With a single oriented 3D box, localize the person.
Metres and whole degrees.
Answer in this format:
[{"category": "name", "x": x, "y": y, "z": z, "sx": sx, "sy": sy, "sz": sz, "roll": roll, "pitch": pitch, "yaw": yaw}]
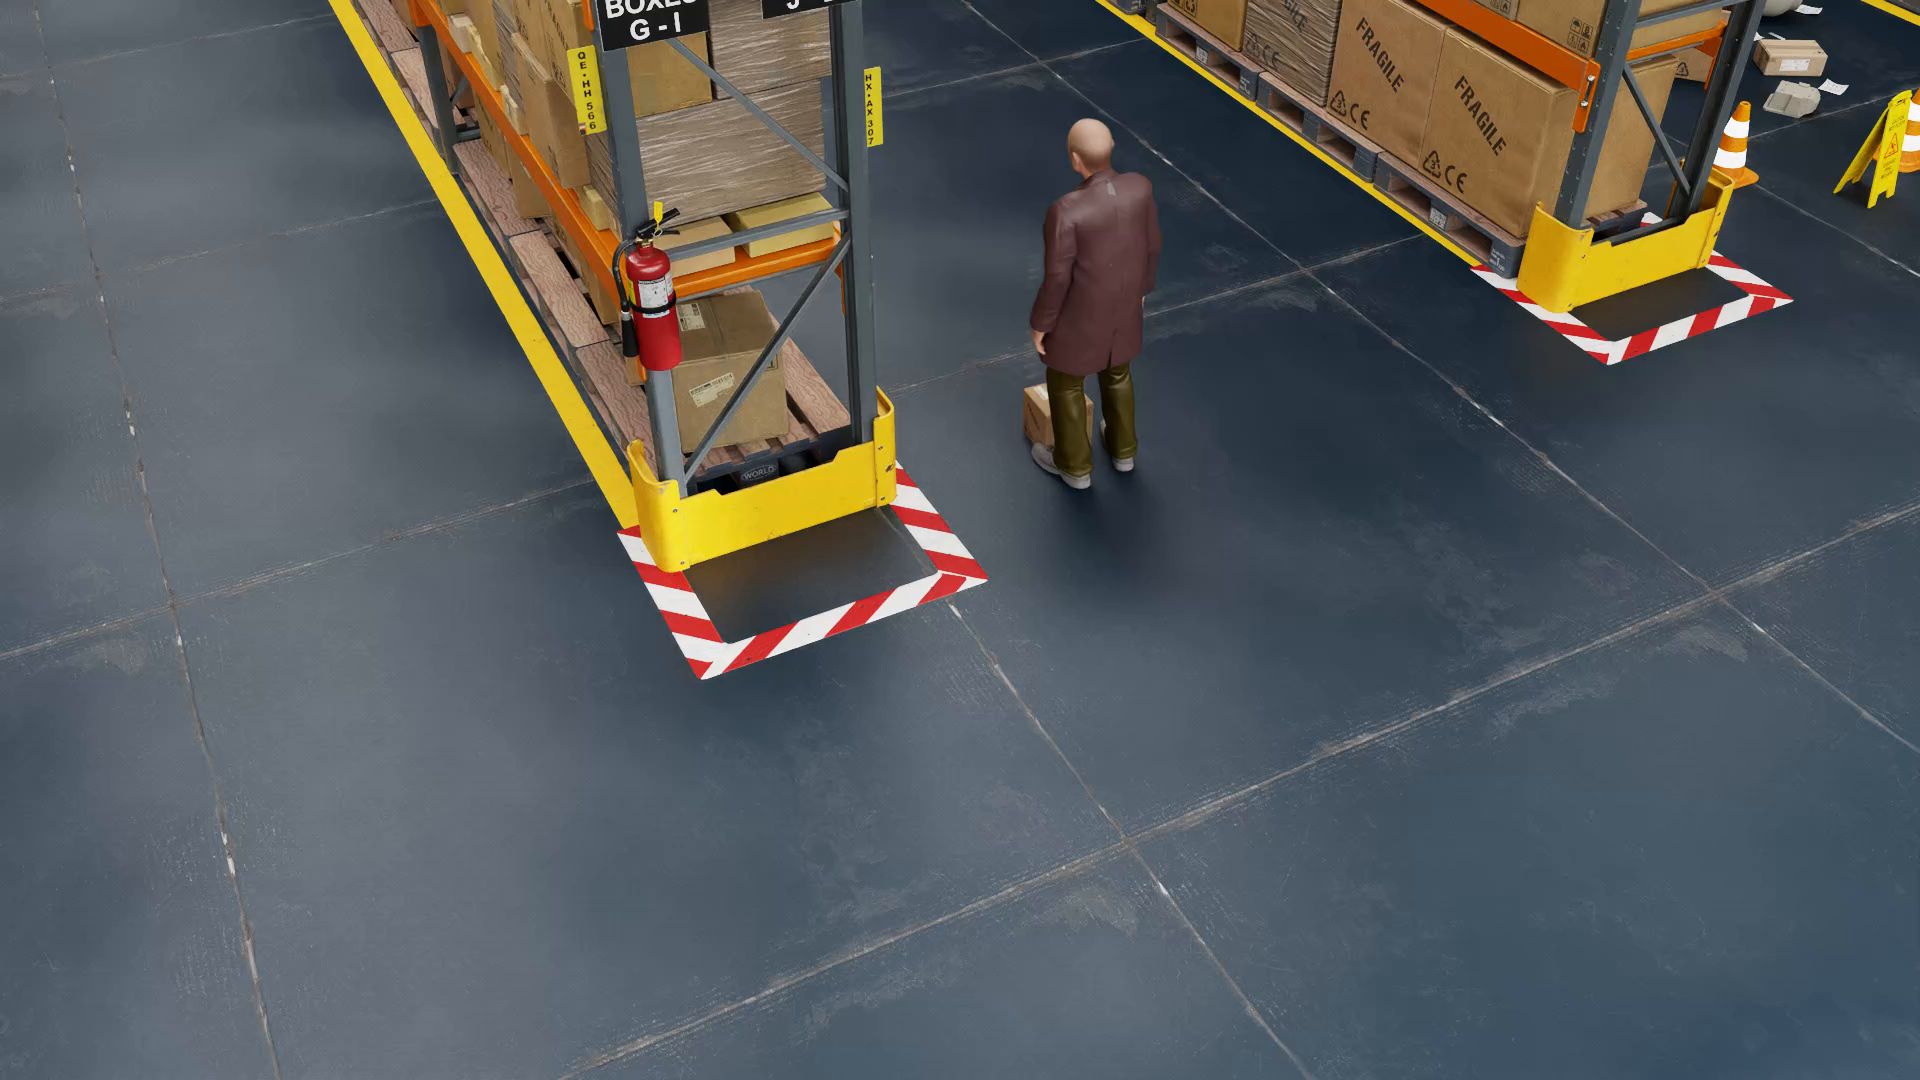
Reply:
[{"category": "person", "x": 0.583, "y": -1.024, "z": 7.360, "sx": 0.648, "sy": 1.772, "sz": 0.429, "roll": -22, "pitch": 45, "yaw": -23}]
